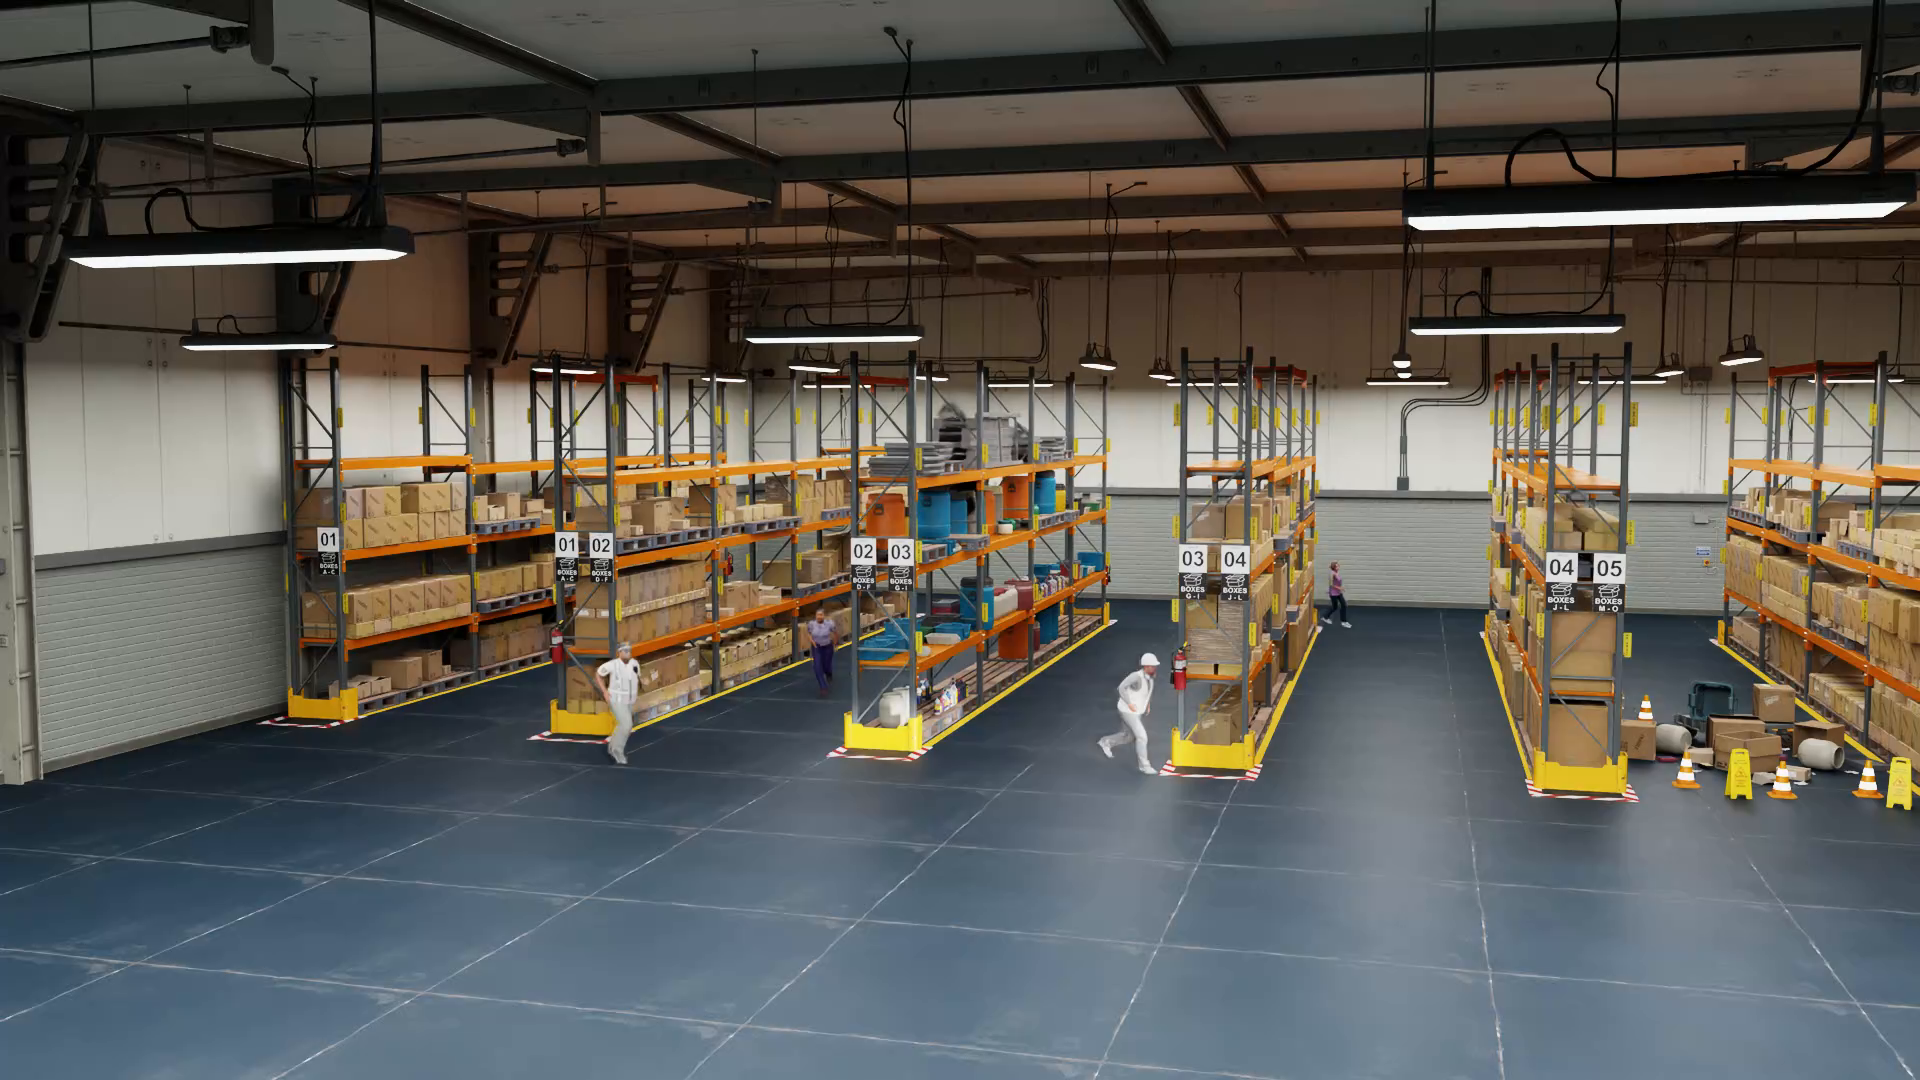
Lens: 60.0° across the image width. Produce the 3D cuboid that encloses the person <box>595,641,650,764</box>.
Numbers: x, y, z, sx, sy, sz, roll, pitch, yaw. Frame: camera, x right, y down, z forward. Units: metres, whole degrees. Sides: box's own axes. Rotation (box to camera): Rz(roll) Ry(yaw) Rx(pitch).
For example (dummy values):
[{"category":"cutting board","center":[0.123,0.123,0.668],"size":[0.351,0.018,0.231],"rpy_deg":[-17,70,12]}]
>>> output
[{"category":"person","center":[-4.884,2.372,24.174],"size":[0.793,1.825,0.657],"rpy_deg":[3,5,38]}]

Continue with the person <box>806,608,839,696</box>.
[{"category":"person","center":[-2.494,2.058,30.223],"size":[0.572,1.499,0.693],"rpy_deg":[1,4,7]}]

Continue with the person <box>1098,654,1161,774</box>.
[{"category":"person","center":[2.382,2.443,23.582],"size":[1.009,1.730,0.678],"rpy_deg":[3,5,39]}]

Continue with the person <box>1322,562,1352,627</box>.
[{"category":"person","center":[8.953,1.300,39.765],"size":[0.753,1.575,0.549],"rpy_deg":[3,5,37]}]
